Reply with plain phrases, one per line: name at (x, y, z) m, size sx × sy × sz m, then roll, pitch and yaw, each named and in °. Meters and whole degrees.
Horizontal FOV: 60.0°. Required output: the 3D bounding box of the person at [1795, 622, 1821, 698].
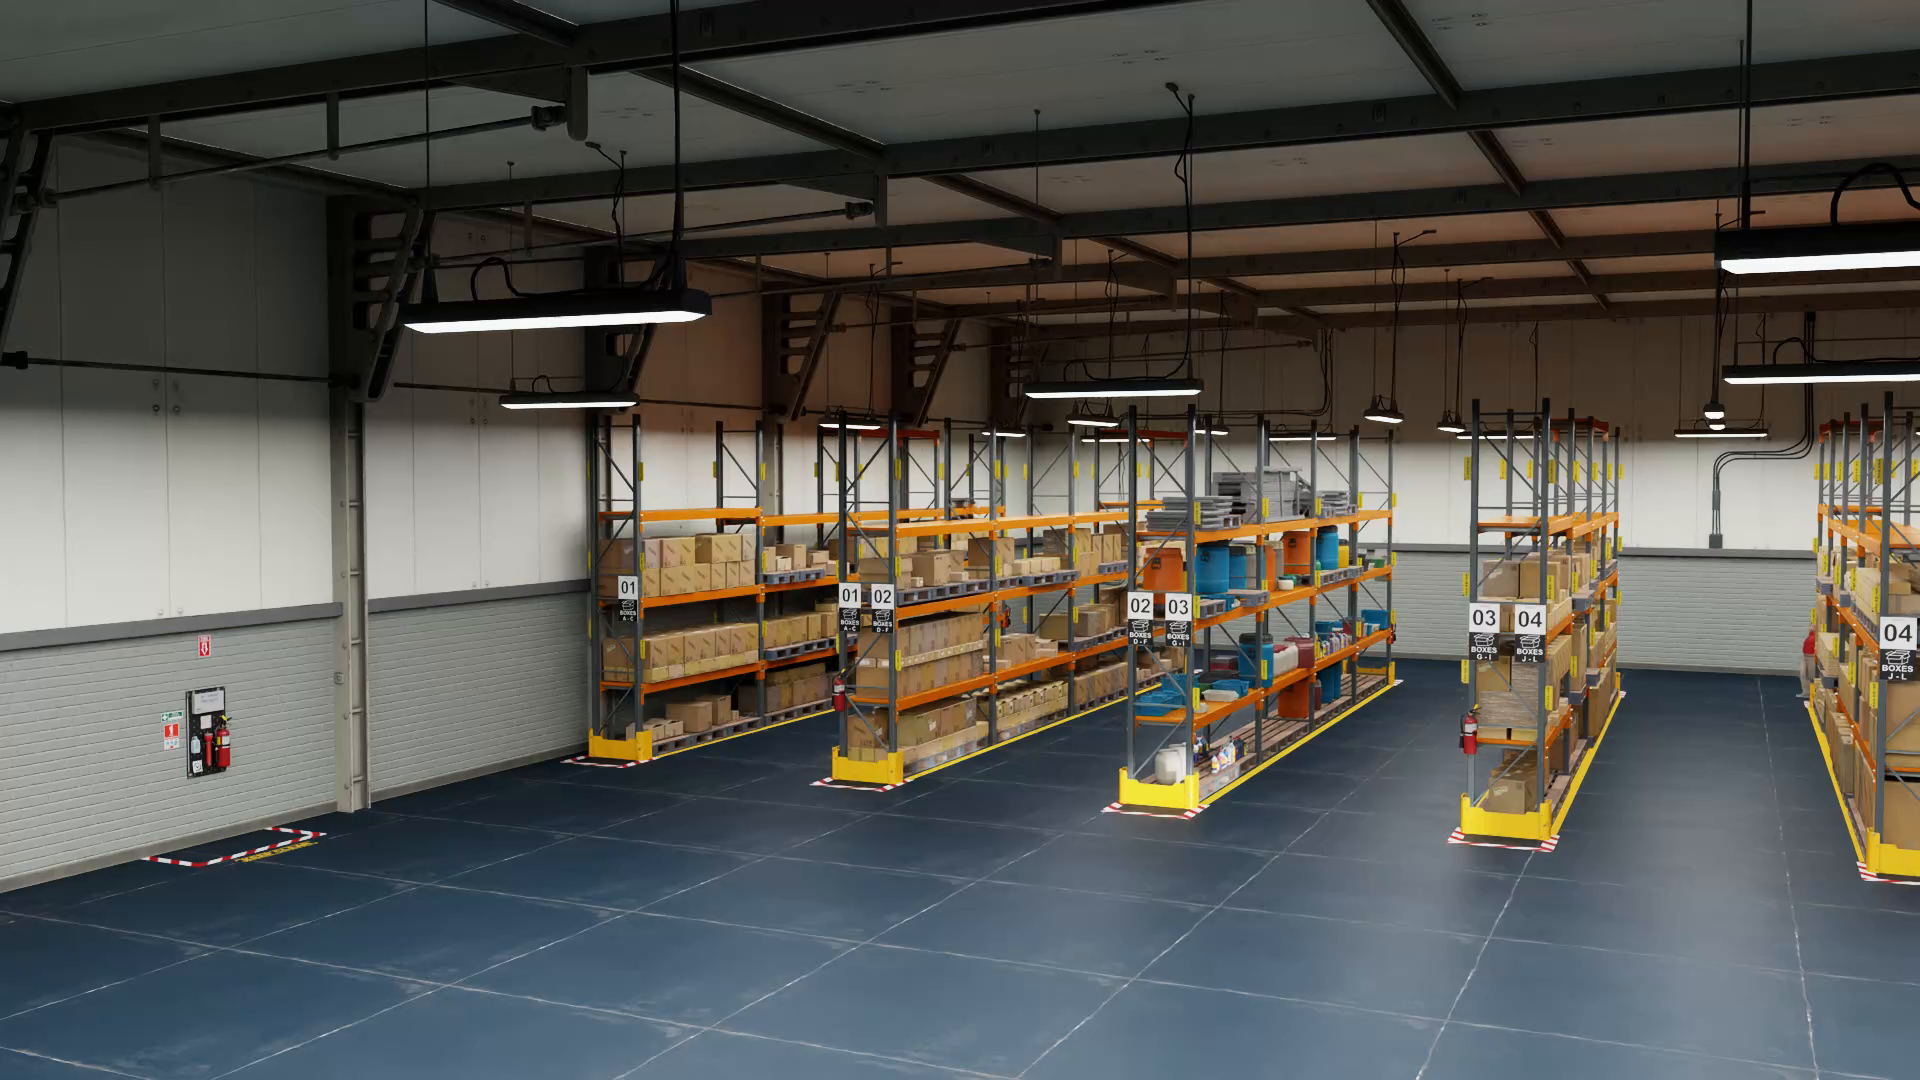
person at (18.744, 2.629, 36.520) m, size 0.658 × 1.696 × 0.544 m, roll 0°, pitch 2°, yaw -10°
